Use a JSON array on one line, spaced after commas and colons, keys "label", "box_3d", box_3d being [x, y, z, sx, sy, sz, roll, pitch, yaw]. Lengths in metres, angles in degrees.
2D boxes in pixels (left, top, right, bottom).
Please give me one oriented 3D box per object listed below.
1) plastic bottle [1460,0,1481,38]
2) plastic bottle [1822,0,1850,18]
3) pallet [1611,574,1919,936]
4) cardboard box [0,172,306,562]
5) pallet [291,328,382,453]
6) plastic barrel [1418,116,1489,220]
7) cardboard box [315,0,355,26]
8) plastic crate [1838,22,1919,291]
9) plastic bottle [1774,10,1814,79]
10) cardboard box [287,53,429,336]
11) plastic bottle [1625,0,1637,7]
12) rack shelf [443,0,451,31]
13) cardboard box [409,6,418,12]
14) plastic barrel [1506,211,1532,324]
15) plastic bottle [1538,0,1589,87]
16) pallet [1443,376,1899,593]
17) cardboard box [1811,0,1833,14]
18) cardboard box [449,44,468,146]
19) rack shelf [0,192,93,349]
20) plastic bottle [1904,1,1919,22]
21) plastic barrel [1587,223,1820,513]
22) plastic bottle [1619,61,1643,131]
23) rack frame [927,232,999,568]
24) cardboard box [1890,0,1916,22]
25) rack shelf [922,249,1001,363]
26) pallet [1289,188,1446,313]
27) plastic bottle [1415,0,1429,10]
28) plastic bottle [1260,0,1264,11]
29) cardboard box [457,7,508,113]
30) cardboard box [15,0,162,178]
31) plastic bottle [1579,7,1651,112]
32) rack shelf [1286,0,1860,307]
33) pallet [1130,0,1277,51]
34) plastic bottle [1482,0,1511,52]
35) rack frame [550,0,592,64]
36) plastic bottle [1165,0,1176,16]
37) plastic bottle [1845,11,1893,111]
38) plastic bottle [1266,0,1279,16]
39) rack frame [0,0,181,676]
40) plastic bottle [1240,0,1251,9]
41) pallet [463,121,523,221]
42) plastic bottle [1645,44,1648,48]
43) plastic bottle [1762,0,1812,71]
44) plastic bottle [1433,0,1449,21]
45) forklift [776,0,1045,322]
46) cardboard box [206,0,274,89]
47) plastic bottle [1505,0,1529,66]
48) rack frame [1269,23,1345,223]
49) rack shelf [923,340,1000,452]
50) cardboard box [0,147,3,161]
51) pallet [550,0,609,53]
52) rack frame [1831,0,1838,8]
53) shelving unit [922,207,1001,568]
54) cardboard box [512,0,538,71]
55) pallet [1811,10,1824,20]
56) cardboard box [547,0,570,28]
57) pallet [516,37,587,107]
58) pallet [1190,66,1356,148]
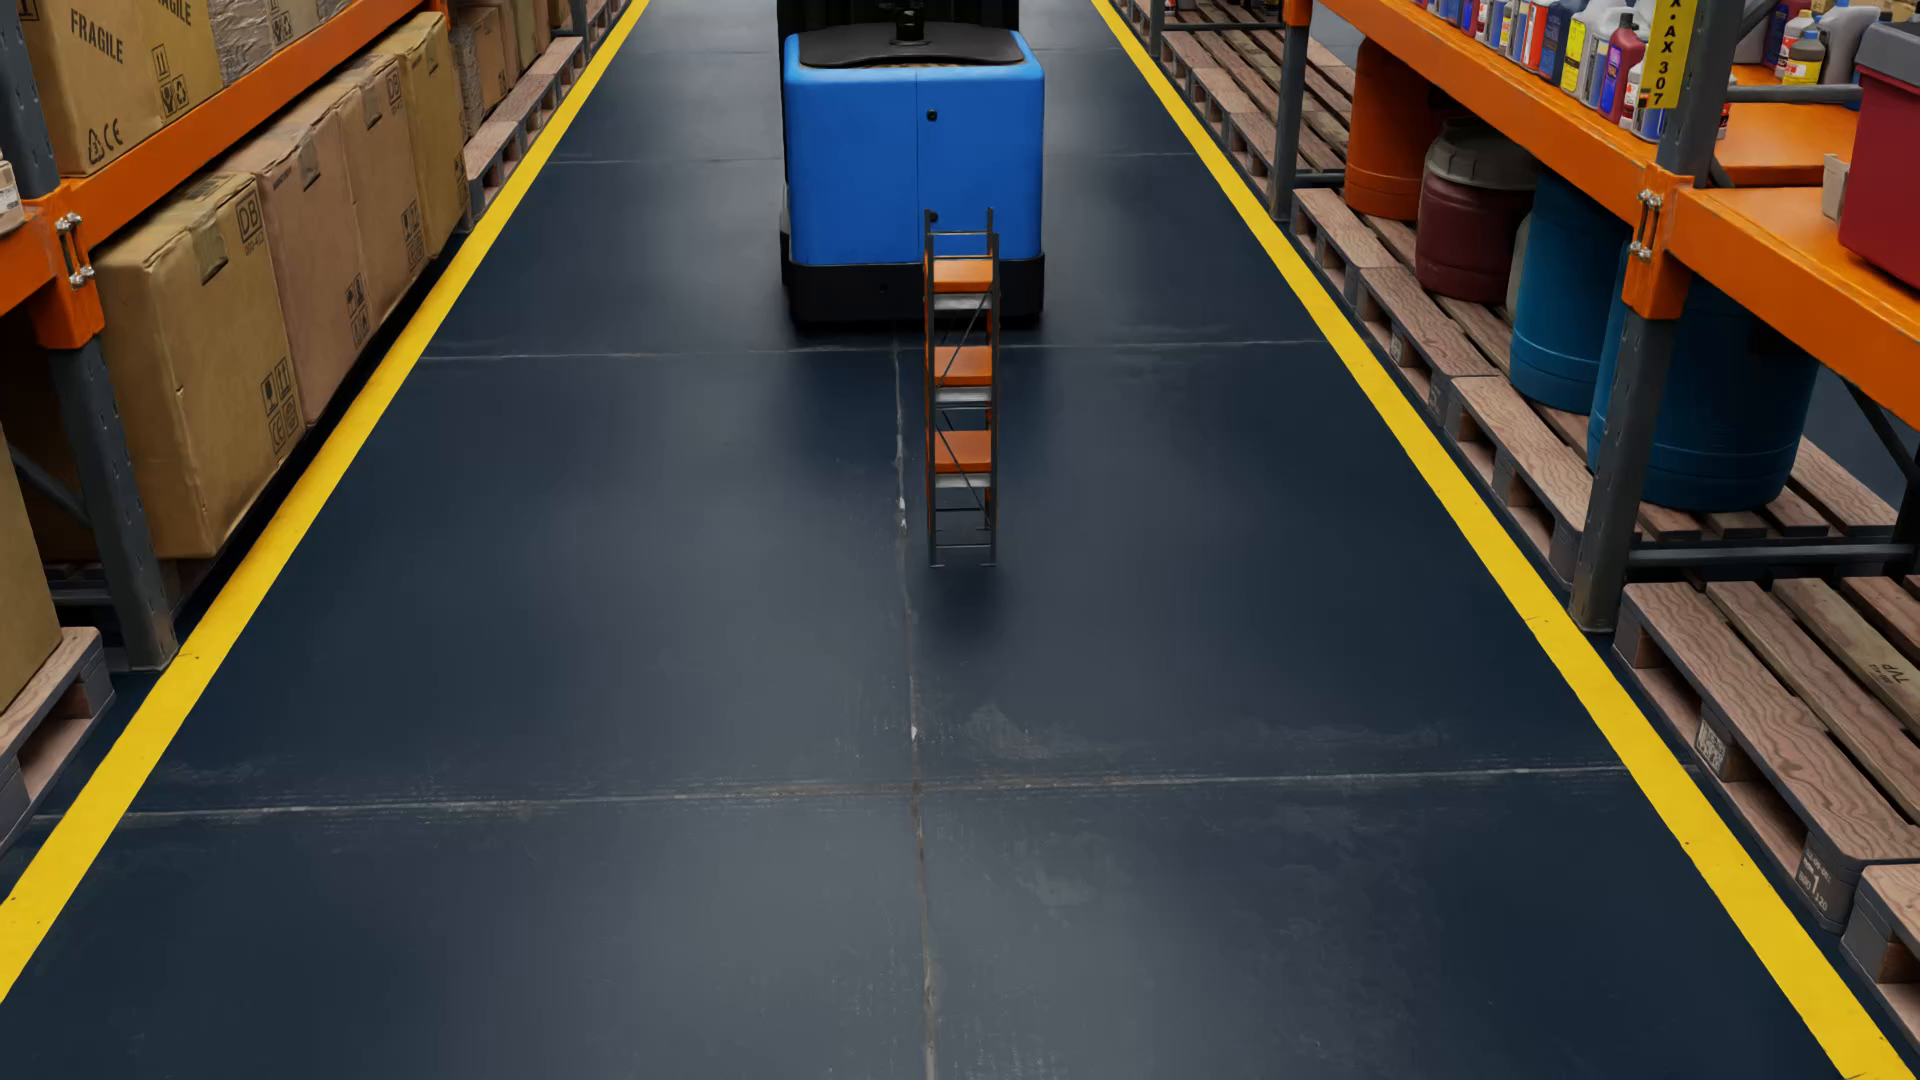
[{"label": "plastic bottle", "box_3d": [1.802, -1.898, 5.773, 0.061, 0.283, 0.133, -1, 28, -3]}, {"label": "plastic bottle", "box_3d": [2.626, -1.489, 4.999, 0.097, 0.271, 0.097, 0, 28, 0]}, {"label": "pallet", "box_3d": [2.344, 0.476, 4.110, 1.003, 0.211, 1.213, -1, 28, -3]}, {"label": "cardboard box", "box_3d": [-2.732, -0.519, 4.845, 1.225, 0.875, 0.875, -1, 28, -2]}, {"label": "pallet", "box_3d": [-2.861, -0.663, 6.292, 1.003, 0.211, 1.213, -1, 28, -3]}, {"label": "plastic barrel", "box_3d": [2.220, -1.546, 7.206, 0.421, 0.512, 0.421, 0, 28, 0]}, {"label": "cardboard box", "box_3d": [-2.564, -2.179, 6.077, 0.500, 0.500, 0.500, -2, 28, -4]}, {"label": "plastic crate", "box_3d": [2.063, -0.736, 3.283, 0.402, 0.464, 0.583, -1, 28, -3]}, {"label": "plastic bottle", "box_3d": [2.615, -1.547, 5.188, 0.097, 0.201, 0.097, 0, 28, 0]}, {"label": "cardboard box", "box_3d": [-2.834, -1.340, 6.419, 1.225, 0.875, 0.875, -1, 28, -2]}, {"label": "plastic bottle", "box_3d": [2.027, -1.583, 5.095, 0.144, 0.351, 0.185, -1, 28, -3]}, {"label": "rack shelf", "box_3d": [-2.992, -3.432, 9.364, 1.077, 0.370, 4.000, -1, 28, -3]}, {"label": "cardboard box", "box_3d": [-2.953, -2.555, 8.321, 0.500, 0.250, 0.500, 0, 28, -1]}, {"label": "plastic barrel", "box_3d": [2.279, -1.024, 6.206, 0.421, 0.512, 0.421, 0, 28, 0]}, {"label": "plastic bottle", "box_3d": [1.883, -1.580, 5.088, 0.144, 0.351, 0.185, -1, 28, -3]}, {"label": "pallet", "box_3d": [2.268, -0.220, 5.444, 1.003, 0.211, 1.213, -1, 28, -3]}, {"label": "cardboard box", "box_3d": [6.554, -4.088, 12.363, 0.500, 0.250, 0.500, -1, 28, -3]}, {"label": "cardboard box", "box_3d": [-2.943, -2.223, 8.495, 0.700, 0.500, 0.500, -3, 28, -5]}, {"label": "rack shelf", "box_3d": [-2.575, 0.263, 2.280, 1.077, 0.370, 4.000, -1, 28, -3]}, {"label": "plastic bottle", "box_3d": [2.570, -1.267, 4.488, 0.144, 0.351, 0.185, -1, 28, -3]}, {"label": "plastic barrel", "box_3d": [2.256, -0.607, 4.985, 0.600, 0.901, 0.708, -1, 28, -3]}, {"label": "plastic bottle", "box_3d": [1.890, -1.238, 4.596, 0.097, 0.201, 0.097, 0, 28, 0]}, {"label": "rack frame", "box_3d": [0.009, -0.384, 4.852, 0.200, 1.050, 0.008, -1, 28, -3]}, {"label": "cardboard box", "box_3d": [6.595, -3.450, 11.141, 0.500, 0.250, 0.500, -1, 28, -1]}, {"label": "rack shelf", "box_3d": [0.003, -0.683, 4.834, 0.215, 0.259, 0.240, -1, 28, -3]}, {"label": "pallet", "box_3d": [2.141, -1.347, 7.605, 1.003, 0.211, 1.213, -1, 28, -3]}, {"label": "plastic bottle", "box_3d": [1.773, -2.153, 6.260, 0.061, 0.283, 0.133, -1, 28, -3]}, {"label": "plastic bottle", "box_3d": [2.260, -4.000, 12.226, 0.097, 0.201, 0.097, 0, 28, 0]}, {"label": "cardboard box", "box_3d": [-3.021, -2.740, 9.488, 0.700, 0.500, 0.500, 1, 28, 2]}, {"label": "cardboard box", "box_3d": [-2.453, -1.243, 4.281, 0.500, 0.500, 0.500, -1, 28, -2]}, {"label": "plastic bottle", "box_3d": [1.905, -1.387, 4.800, 0.152, 0.276, 0.135, -1, 28, -3]}, {"label": "rack shelf", "box_3d": [2.163, -1.704, 6.052, 1.077, 0.370, 4.000, -1, 28, -3]}, {"label": "pallet", "box_3d": [1.856, -3.869, 12.439, 1.003, 0.211, 1.213, -1, 28, -3]}, {"label": "plastic bottle", "box_3d": [1.859, -1.789, 5.571, 0.152, 0.276, 0.135, -1, 28, -3]}, {"label": "rack frame", "box_3d": [-3.097, -4.674, 10.968, 1.000, 3.000, 0.127, -1, 28, -3]}, {"label": "plastic bottle", "box_3d": [1.519, -3.908, 12.050, 0.097, 0.201, 0.097, 0, 28, 0]}, {"label": "plastic bottle", "box_3d": [2.638, -1.381, 4.794, 0.097, 0.271, 0.097, 0, 28, 0]}, {"label": "plastic bottle", "box_3d": [2.271, -3.937, 12.029, 0.097, 0.271, 0.097, 0, 28, 0]}, {"label": "rack frame", "box_3d": [-2.679, -0.980, 3.885, 1.000, 3.000, 0.127, -1, 28, -3]}, {"label": "plastic bottle", "box_3d": [2.120, -4.088, 12.306, 0.061, 0.283, 0.133, -1, 28, -3]}, {"label": "pallet", "box_3d": [-2.927, -1.952, 8.764, 1.003, 0.211, 1.213, -1, 28, -3]}, {"label": "plastic bottle", "box_3d": [1.944, -1.302, 4.717, 0.097, 0.201, 0.097, 0, 28, 0]}, {"label": "plastic bottle", "box_3d": [2.628, -1.637, 5.272, 0.061, 0.283, 0.133, -1, 28, -3]}, {"label": "plastic bottle", "box_3d": [1.831, -2.044, 6.059, 0.152, 0.276, 0.135, -1, 28, -3]}, {"label": "forklift", "box_3d": [-0.302, -2.841, 7.527, 1.130, 2.935, 3.031, -2, 28, -5]}, {"label": "cardboard box", "box_3d": [-2.506, -1.706, 5.169, 0.500, 0.500, 0.500, -2, 28, -4]}, {"label": "plastic bottle", "box_3d": [1.871, -1.682, 5.366, 0.152, 0.276, 0.135, -1, 28, -3]}, {"label": "rack frame", "box_3d": [2.058, -2.947, 7.656, 1.000, 3.000, 0.127, -1, 28, -3]}, {"label": "rack shelf", "box_3d": [0.003, -0.431, 4.965, 0.215, 0.259, 0.240, -1, 28, -3]}, {"label": "cardboard box", "box_3d": [-2.394, -0.848, 3.472, 0.500, 0.250, 0.500, -2, 28, -4]}, {"label": "pallet", "box_3d": [-3.167, -3.747, 12.206, 1.003, 0.211, 1.213, -1, 28, -3]}, {"label": "rack frame", "box_3d": [6.796, -4.912, 11.424, 1.000, 3.000, 0.127, -1, 28, -3]}, {"label": "shelving unit", "box_3d": [0.003, -0.441, 4.960, 0.215, 1.050, 0.252, -1, 28, -3]}, {"label": "cardboard box", "box_3d": [-3.080, -3.256, 10.477, 0.700, 0.500, 0.500, -2, 28, -3]}, {"label": "pallet", "box_3d": [6.797, -4.044, 12.775, 1.003, 0.211, 1.213, -1, 28, -3]}, {"label": "cardboard box", "box_3d": [-3.078, -3.938, 11.805, 0.500, 0.500, 0.500, -2, 28, -4]}, {"label": "pallet", "box_3d": [-3.055, -3.078, 10.924, 1.003, 0.211, 1.213, -1, 28, -3]}, {"label": "pallet", "box_3d": [1.996, -2.631, 10.066, 1.003, 0.211, 1.213, -1, 28, -3]}]
